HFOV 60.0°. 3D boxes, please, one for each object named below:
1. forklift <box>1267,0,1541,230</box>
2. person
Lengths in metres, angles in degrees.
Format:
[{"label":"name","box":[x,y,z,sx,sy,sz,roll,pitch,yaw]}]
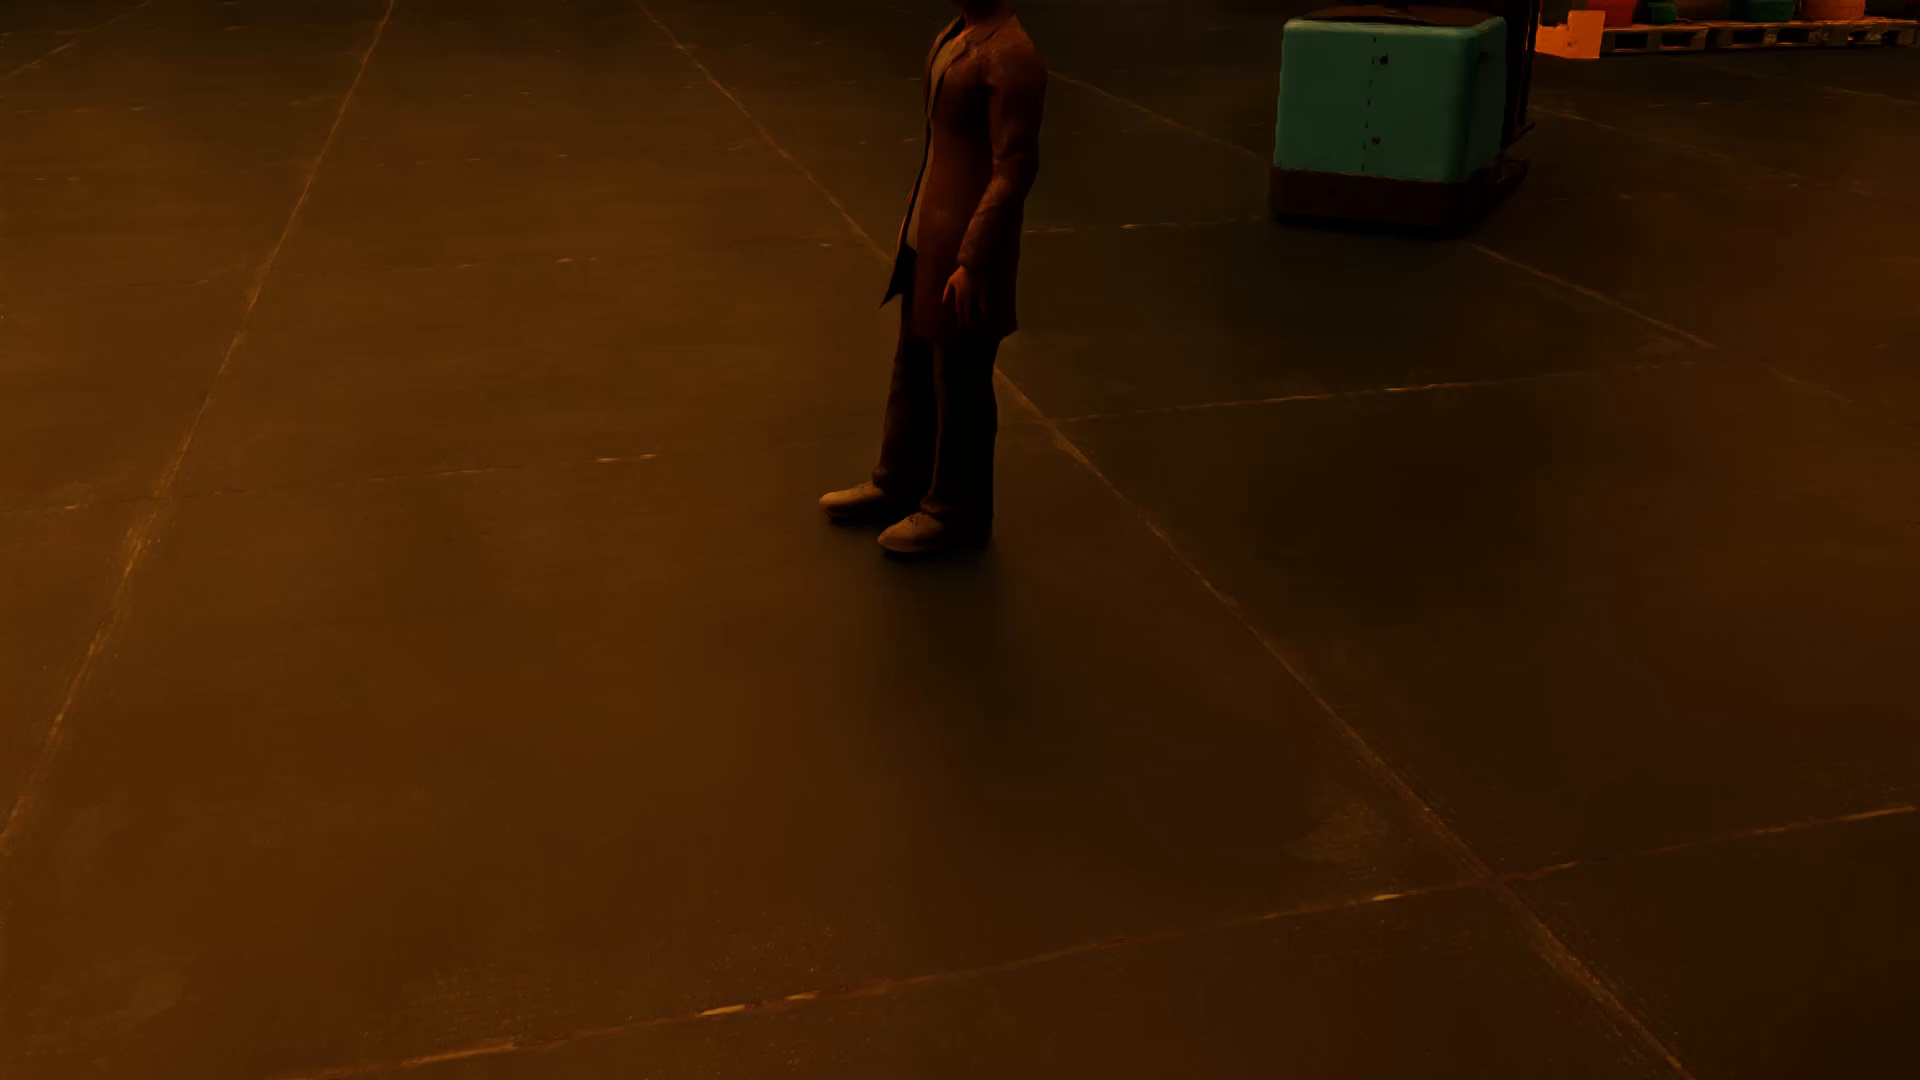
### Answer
[{"label":"forklift","box":[2.819,-3.520,9.578,1.130,2.935,3.031,11,26,25]},{"label":"person","box":[-0.089,-0.817,4.684,0.580,1.776,0.694,-6,24,-14]}]
